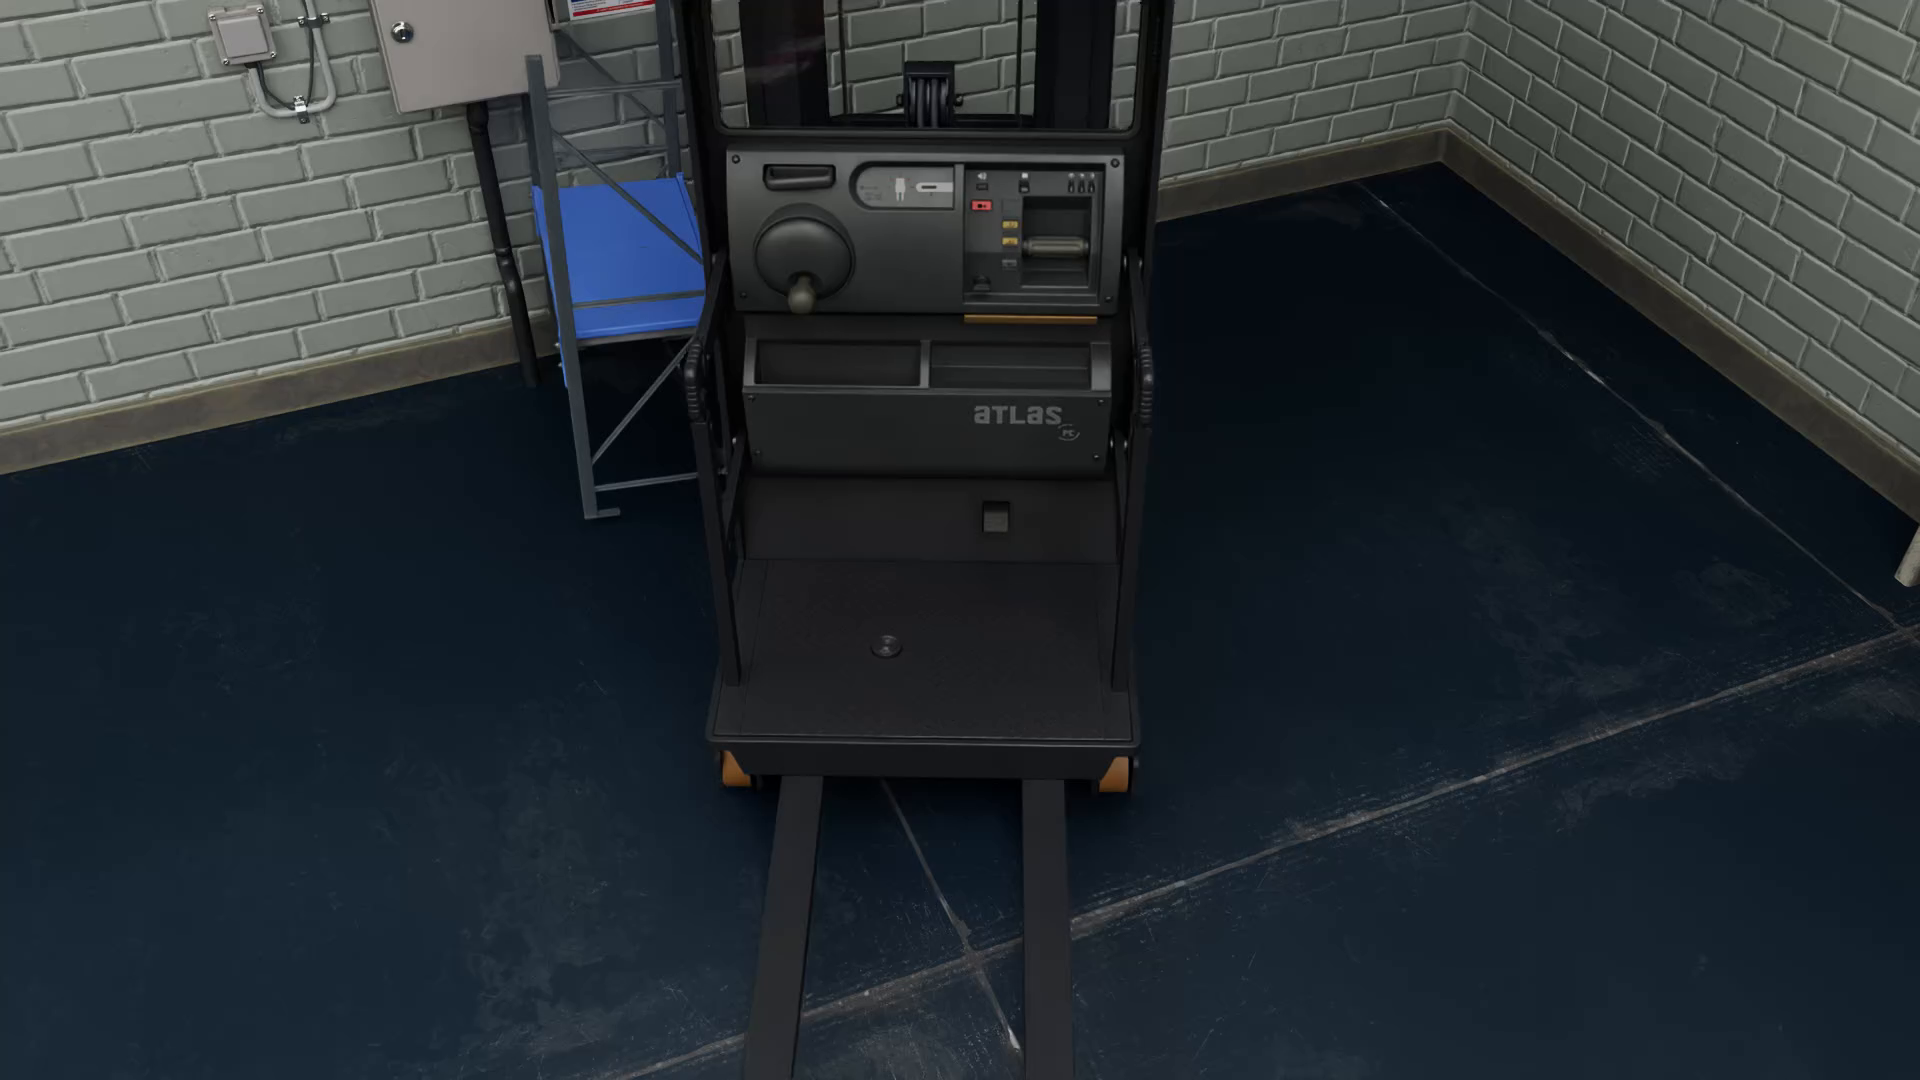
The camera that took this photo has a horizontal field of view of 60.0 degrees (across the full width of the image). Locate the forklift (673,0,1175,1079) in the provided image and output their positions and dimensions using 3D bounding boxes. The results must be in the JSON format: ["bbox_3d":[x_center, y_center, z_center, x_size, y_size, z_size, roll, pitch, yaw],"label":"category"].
[{"bbox_3d":[-0.084,-0.646,3.753,1.130,2.935,3.031,1,41,1],"label":"forklift"}]

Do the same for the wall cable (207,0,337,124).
[{"bbox_3d":[-2.168,-1.994,4.488,0.588,1.984,0.122,-15,43,-17],"label":"wall cable"}]

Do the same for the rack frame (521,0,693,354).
[{"bbox_3d":[-1.197,-1.308,5.605,0.500,1.500,0.032,-8,39,-14],"label":"rack frame"}]

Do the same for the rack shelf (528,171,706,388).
[{"bbox_3d":[-1.064,-0.862,5.333,0.538,0.185,1.000,-8,39,-14],"label":"rack shelf"}]

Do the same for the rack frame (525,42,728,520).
[{"bbox_3d":[-0.917,-0.699,4.840,0.500,1.500,0.032,-8,39,-14],"label":"rack frame"}]

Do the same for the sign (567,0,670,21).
[{"bbox_3d":[-1.100,-1.896,5.227,0.329,0.494,0.001,-15,43,-17],"label":"sign"}]

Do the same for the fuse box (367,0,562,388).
[{"bbox_3d":[-1.477,-1.195,5.327,0.539,1.711,0.414,-15,43,-17],"label":"fuse box"}]

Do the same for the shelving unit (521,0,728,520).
[{"bbox_3d":[-1.057,-1.003,5.223,0.538,1.500,1.048,-8,39,-14],"label":"shelving unit"}]
